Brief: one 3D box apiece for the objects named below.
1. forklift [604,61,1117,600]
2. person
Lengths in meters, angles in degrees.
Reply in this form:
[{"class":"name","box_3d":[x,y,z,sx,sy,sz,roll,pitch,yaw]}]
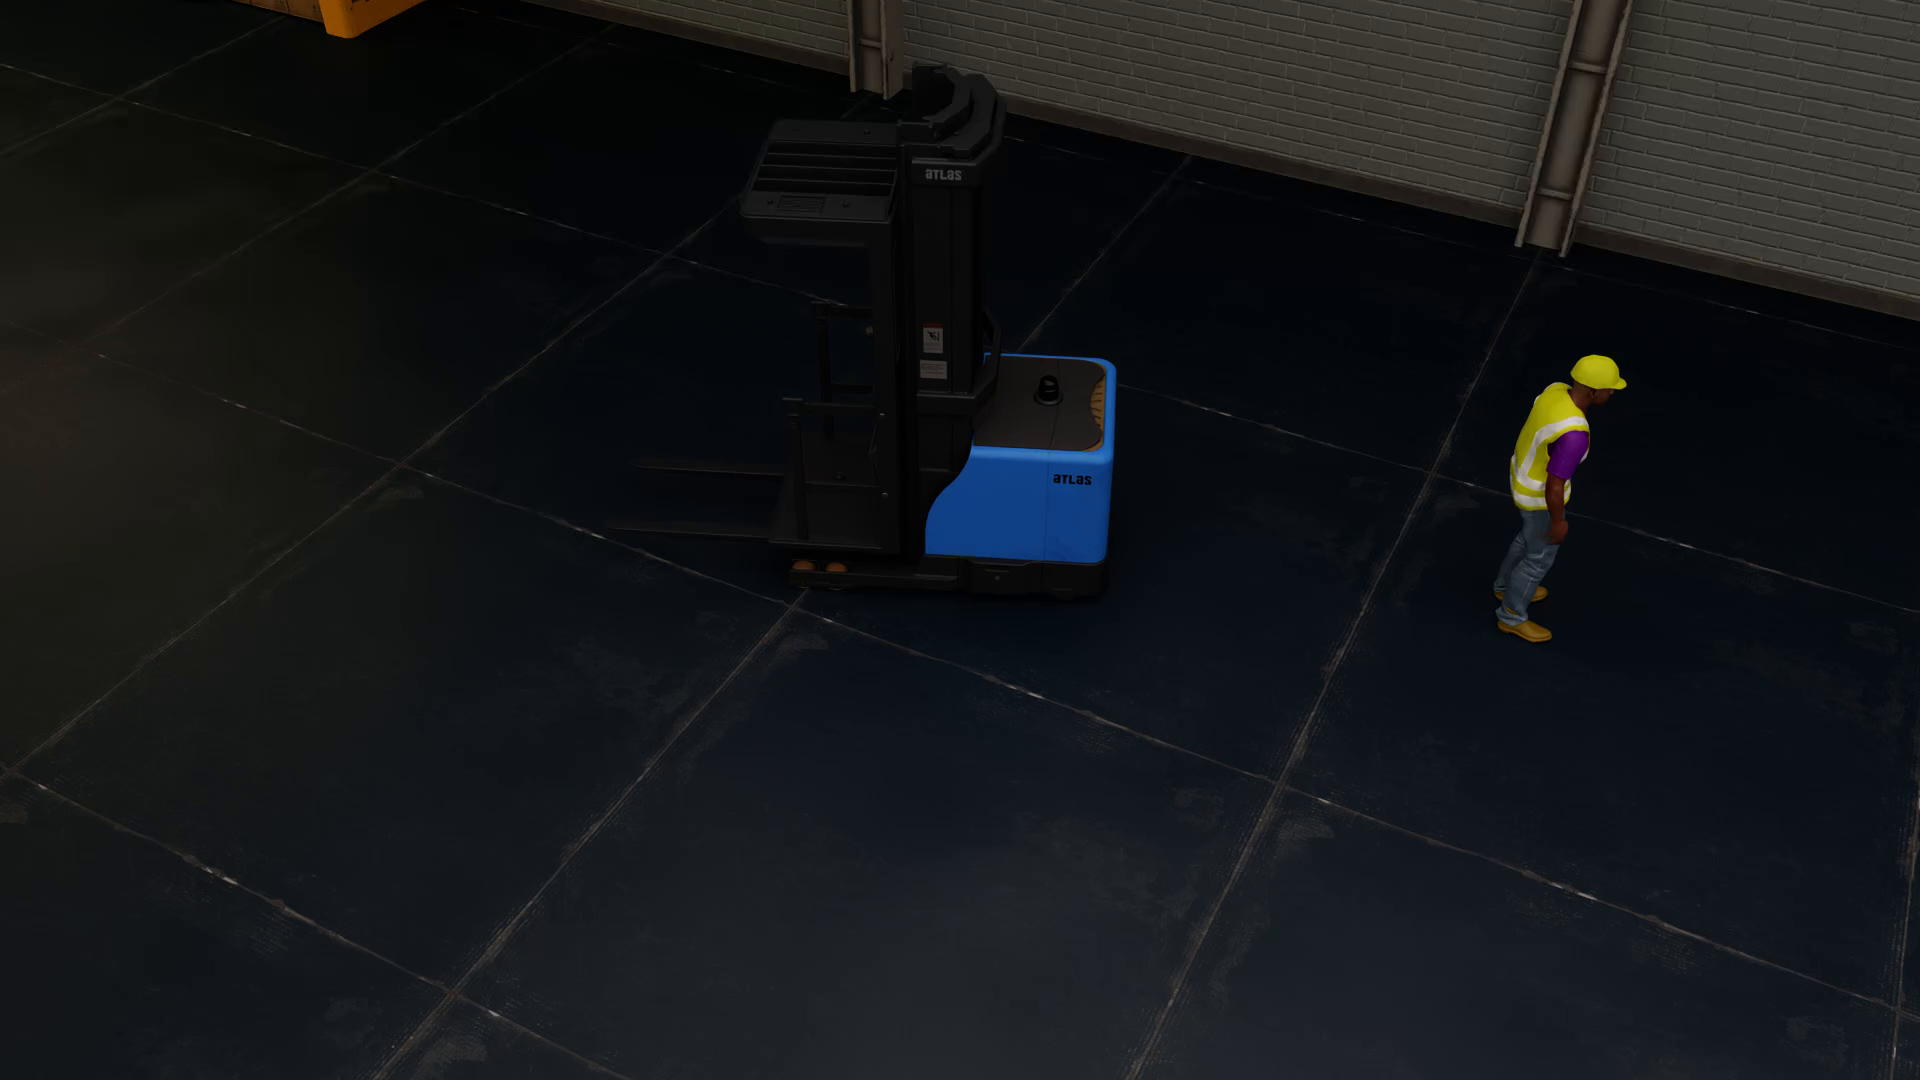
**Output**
[{"class":"forklift","box_3d":[-0.606,-1.157,9.360,3.031,2.935,1.130,3,40,4]},{"class":"person","box_3d":[3.271,-0.269,9.218,0.461,1.759,0.631,6,40,7]}]
